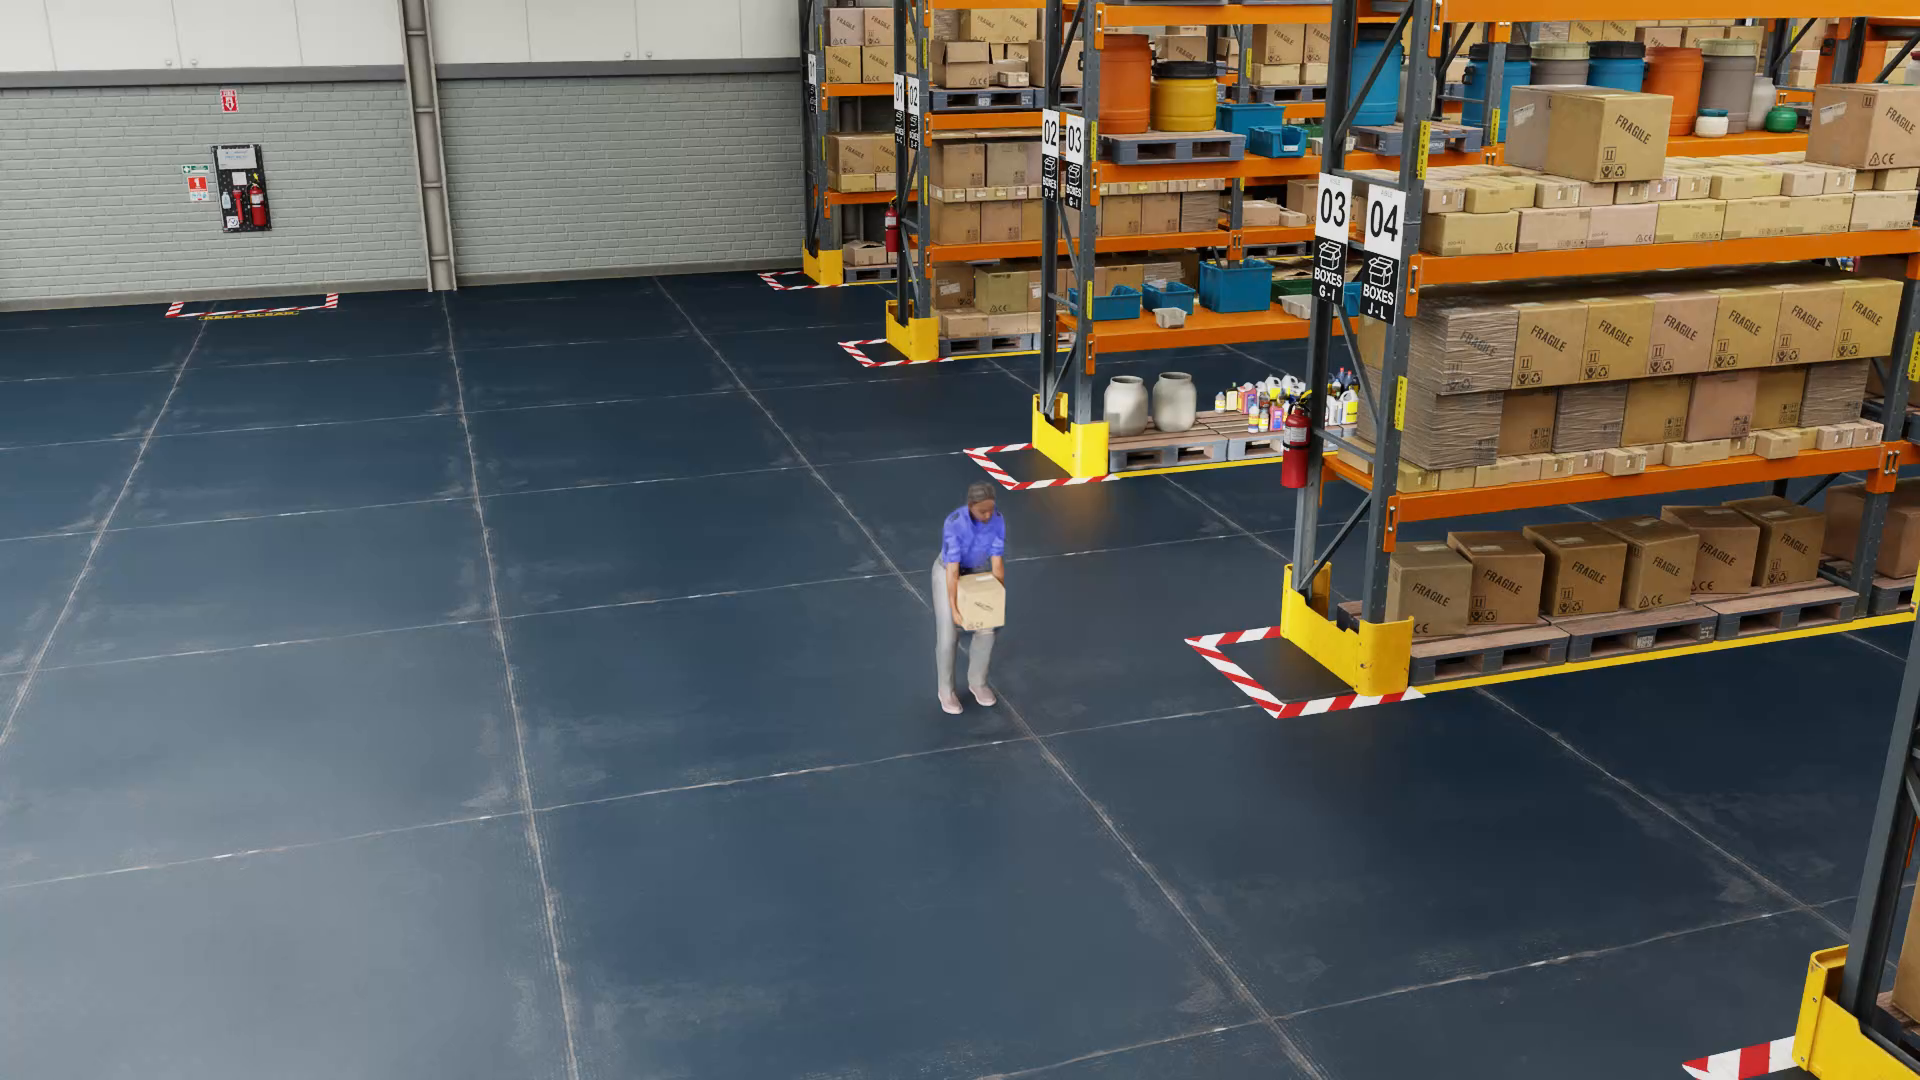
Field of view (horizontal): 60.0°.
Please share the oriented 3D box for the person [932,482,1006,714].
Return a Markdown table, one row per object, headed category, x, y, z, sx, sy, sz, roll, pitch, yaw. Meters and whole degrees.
| category | x | y | z | sx | sy | sz | roll | pitch | yaw |
| --- | --- | --- | --- | --- | --- | --- | --- | --- | --- |
| person | 0.062 | 0.328 | 10.317 | 0.406 | 1.551 | 0.595 | -7 | 20 | -18 |
